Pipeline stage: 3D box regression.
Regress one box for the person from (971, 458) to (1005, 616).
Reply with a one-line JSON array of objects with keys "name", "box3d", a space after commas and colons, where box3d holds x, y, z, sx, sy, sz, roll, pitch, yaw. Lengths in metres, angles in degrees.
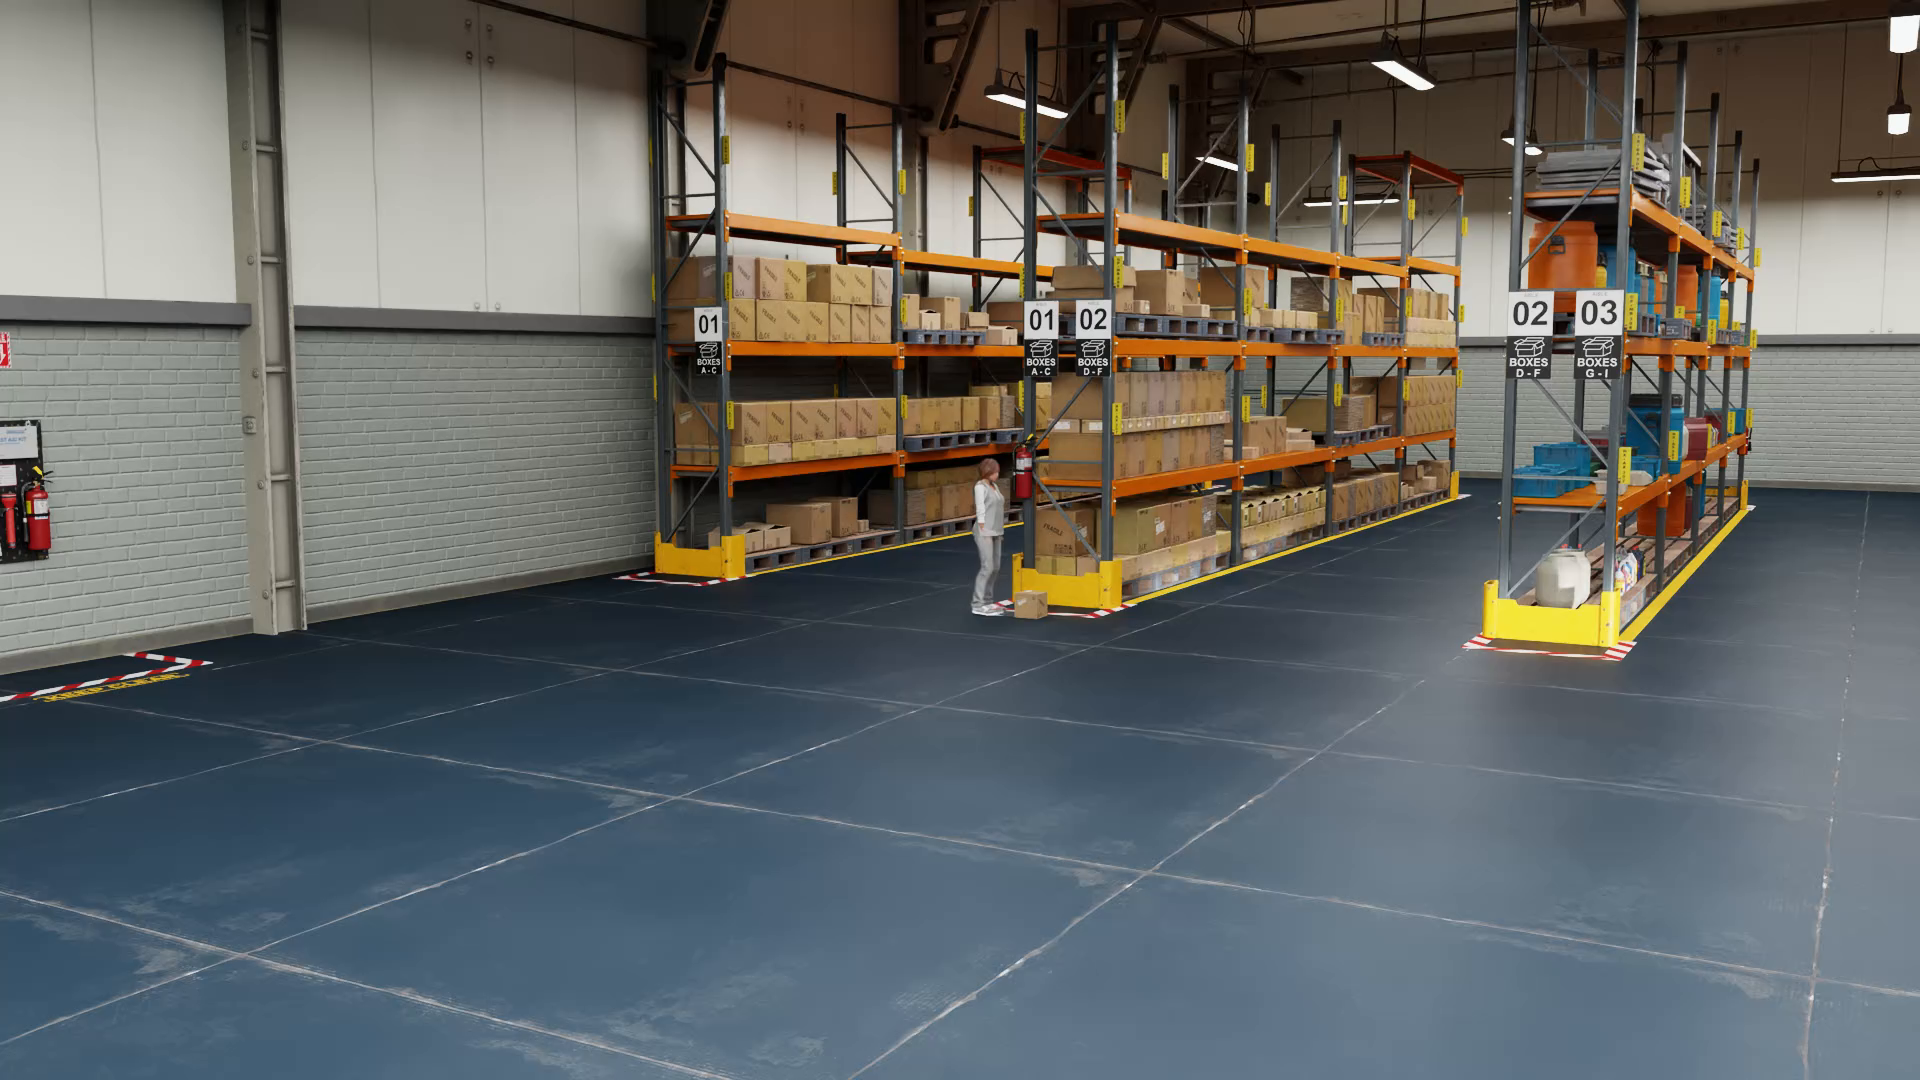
[{"name": "person", "box3d": [0.293, -0.031, 16.941, 0.299, 1.595, 0.407, 3, 7, 26]}]
